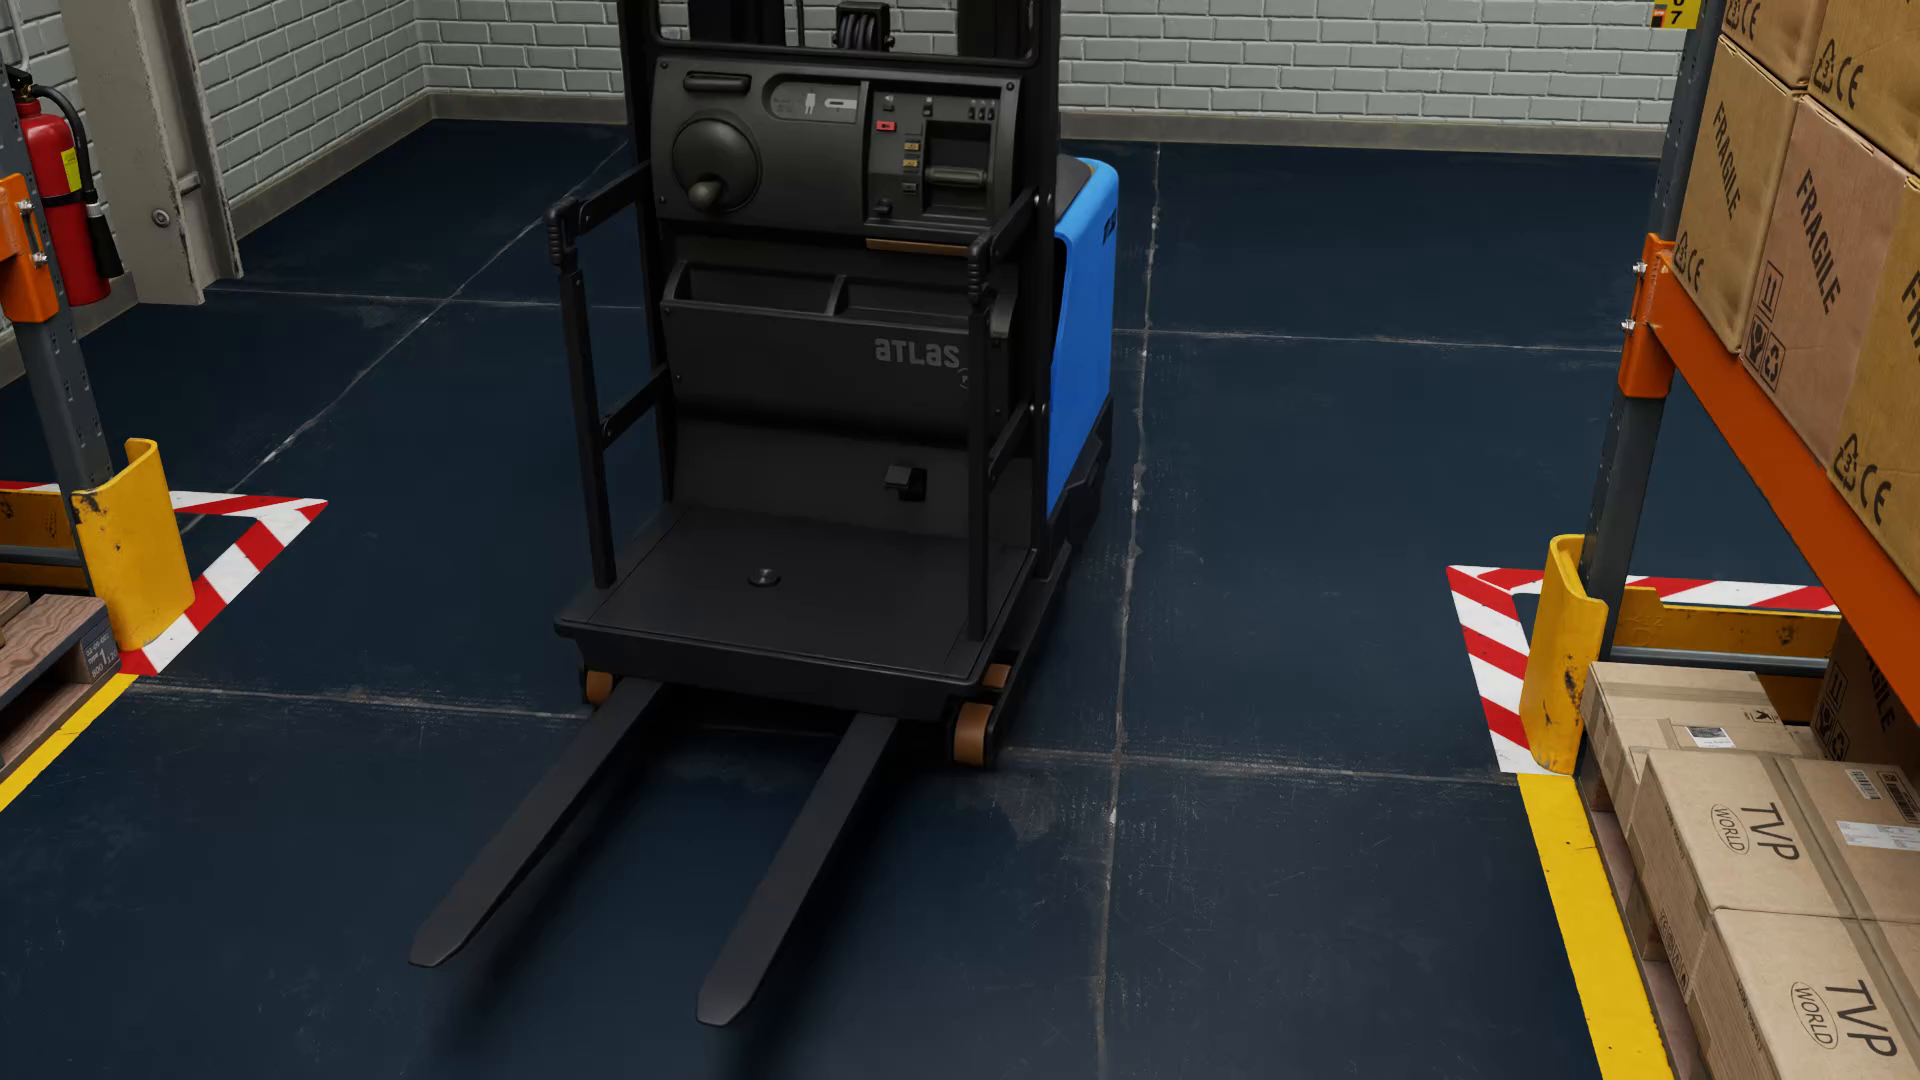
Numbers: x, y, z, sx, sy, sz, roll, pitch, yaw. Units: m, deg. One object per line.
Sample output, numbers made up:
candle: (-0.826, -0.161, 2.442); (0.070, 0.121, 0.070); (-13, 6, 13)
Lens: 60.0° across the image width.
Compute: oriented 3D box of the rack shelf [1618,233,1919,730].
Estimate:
rack shelf: (1.814, 0.439, 2.032); (1.077, 0.370, 4.000); (3, 28, 6)

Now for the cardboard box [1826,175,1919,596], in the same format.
cardboard box: (1.620, -0.191, 2.336); (0.500, 0.500, 0.500); (3, 28, 6)

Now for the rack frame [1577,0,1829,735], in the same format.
rack frame: (2.059, -0.820, 3.609); (1.000, 3.000, 0.127); (3, 28, 6)

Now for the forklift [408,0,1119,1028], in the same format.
forklift: (-0.366, -0.922, 3.871); (1.130, 2.935, 3.031); (7, 29, 13)

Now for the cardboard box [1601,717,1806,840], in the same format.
cardboard box: (1.636, 0.529, 3.629); (0.380, 0.166, 0.250); (3, 28, 6)

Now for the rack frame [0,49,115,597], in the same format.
rack frame: (-2.858, -1.106, 4.140); (1.000, 3.000, 0.127); (3, 28, 6)

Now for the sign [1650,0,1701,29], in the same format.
sign: (1.520, -1.232, 3.462); (0.100, 0.325, 0.005); (3, 28, 6)

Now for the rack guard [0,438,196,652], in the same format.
rack guard: (-2.855, -0.017, 4.754); (1.175, 0.500, 0.348); (3, 28, 6)

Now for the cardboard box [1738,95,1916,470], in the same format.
cardboard box: (1.685, -0.427, 2.774); (0.500, 0.500, 0.500); (3, 28, 6)

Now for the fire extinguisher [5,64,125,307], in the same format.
fire extinguisher: (-2.382, -0.952, 4.329); (0.296, 0.674, 0.183); (3, 28, 6)

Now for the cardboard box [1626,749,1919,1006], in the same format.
cardboard box: (1.649, 0.672, 3.275); (0.500, 0.250, 0.500); (3, 28, 6)

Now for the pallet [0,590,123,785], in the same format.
pallet: (-2.878, 0.503, 4.094); (1.003, 0.211, 1.213); (3, 28, 6)

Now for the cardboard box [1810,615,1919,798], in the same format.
cardboard box: (2.237, 0.357, 3.596); (0.500, 0.500, 0.500); (3, 28, 6)

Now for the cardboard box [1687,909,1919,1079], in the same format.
cardboard box: (1.588, 0.907, 2.838); (0.500, 0.250, 0.500); (3, 28, 6)

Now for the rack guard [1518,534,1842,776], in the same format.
rack guard: (2.049, 0.317, 4.135); (1.175, 0.500, 0.348); (3, 28, 6)

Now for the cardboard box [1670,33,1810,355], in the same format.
cardboard box: (1.743, -0.670, 3.226); (0.500, 0.500, 0.500); (4, 29, 7)

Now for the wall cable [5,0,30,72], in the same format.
wall cable: (-3.640, -2.211, 5.120); (0.084, 1.984, 1.851); (3, 28, 6)

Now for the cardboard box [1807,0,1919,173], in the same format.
cardboard box: (1.686, -0.864, 2.531); (0.500, 0.500, 0.500); (4, 29, 7)

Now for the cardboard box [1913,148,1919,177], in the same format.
cardboard box: (1.620, -0.629, 2.094); (0.500, 0.500, 0.500); (4, 29, 7)

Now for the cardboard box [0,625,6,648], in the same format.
cardboard box: (-2.845, 0.145, 4.011); (0.700, 0.500, 0.500); (3, 28, 6)

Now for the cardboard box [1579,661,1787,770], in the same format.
cardboard box: (1.666, 0.419, 3.852); (0.380, 0.149, 0.250); (3, 28, 6)

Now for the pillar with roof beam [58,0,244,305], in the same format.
pillar with roof beam: (0.887, -4.818, 4.705); (9.100, 9.000, 0.400); (3, 28, 6)

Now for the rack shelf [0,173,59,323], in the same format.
rack shelf: (-3.103, 0.152, 2.563); (1.077, 0.370, 4.000); (3, 28, 6)

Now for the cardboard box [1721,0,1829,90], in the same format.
cardboard box: (1.743, -1.110, 2.989); (0.500, 0.500, 0.500); (4, 29, 8)

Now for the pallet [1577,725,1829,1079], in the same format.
pallet: (1.953, 0.819, 3.507); (1.003, 0.211, 1.213); (3, 28, 6)
